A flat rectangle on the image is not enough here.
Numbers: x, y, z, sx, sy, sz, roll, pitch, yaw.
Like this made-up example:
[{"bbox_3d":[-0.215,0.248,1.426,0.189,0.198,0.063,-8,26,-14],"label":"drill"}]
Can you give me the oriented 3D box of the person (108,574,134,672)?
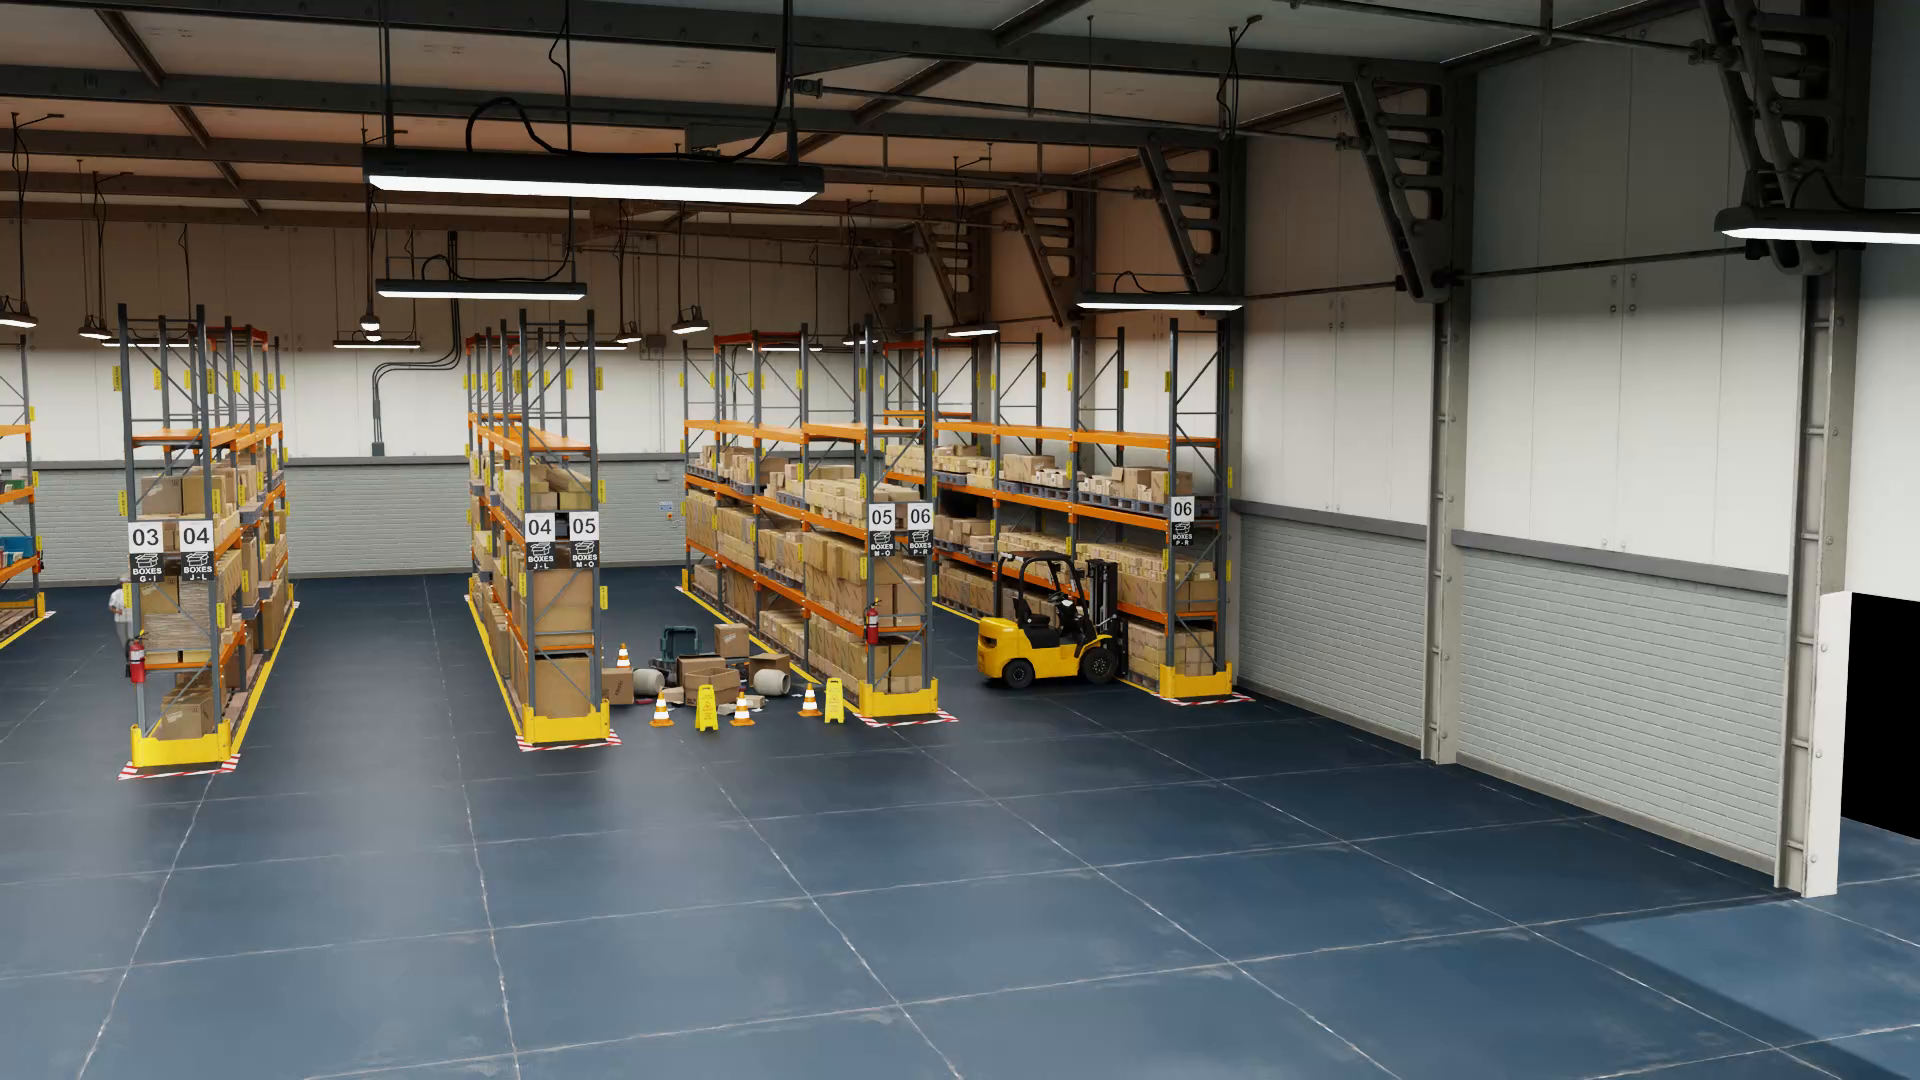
[{"bbox_3d":[-14.401,1.448,28.794,0.584,1.750,0.718,-2,6,-17],"label":"person"}]
